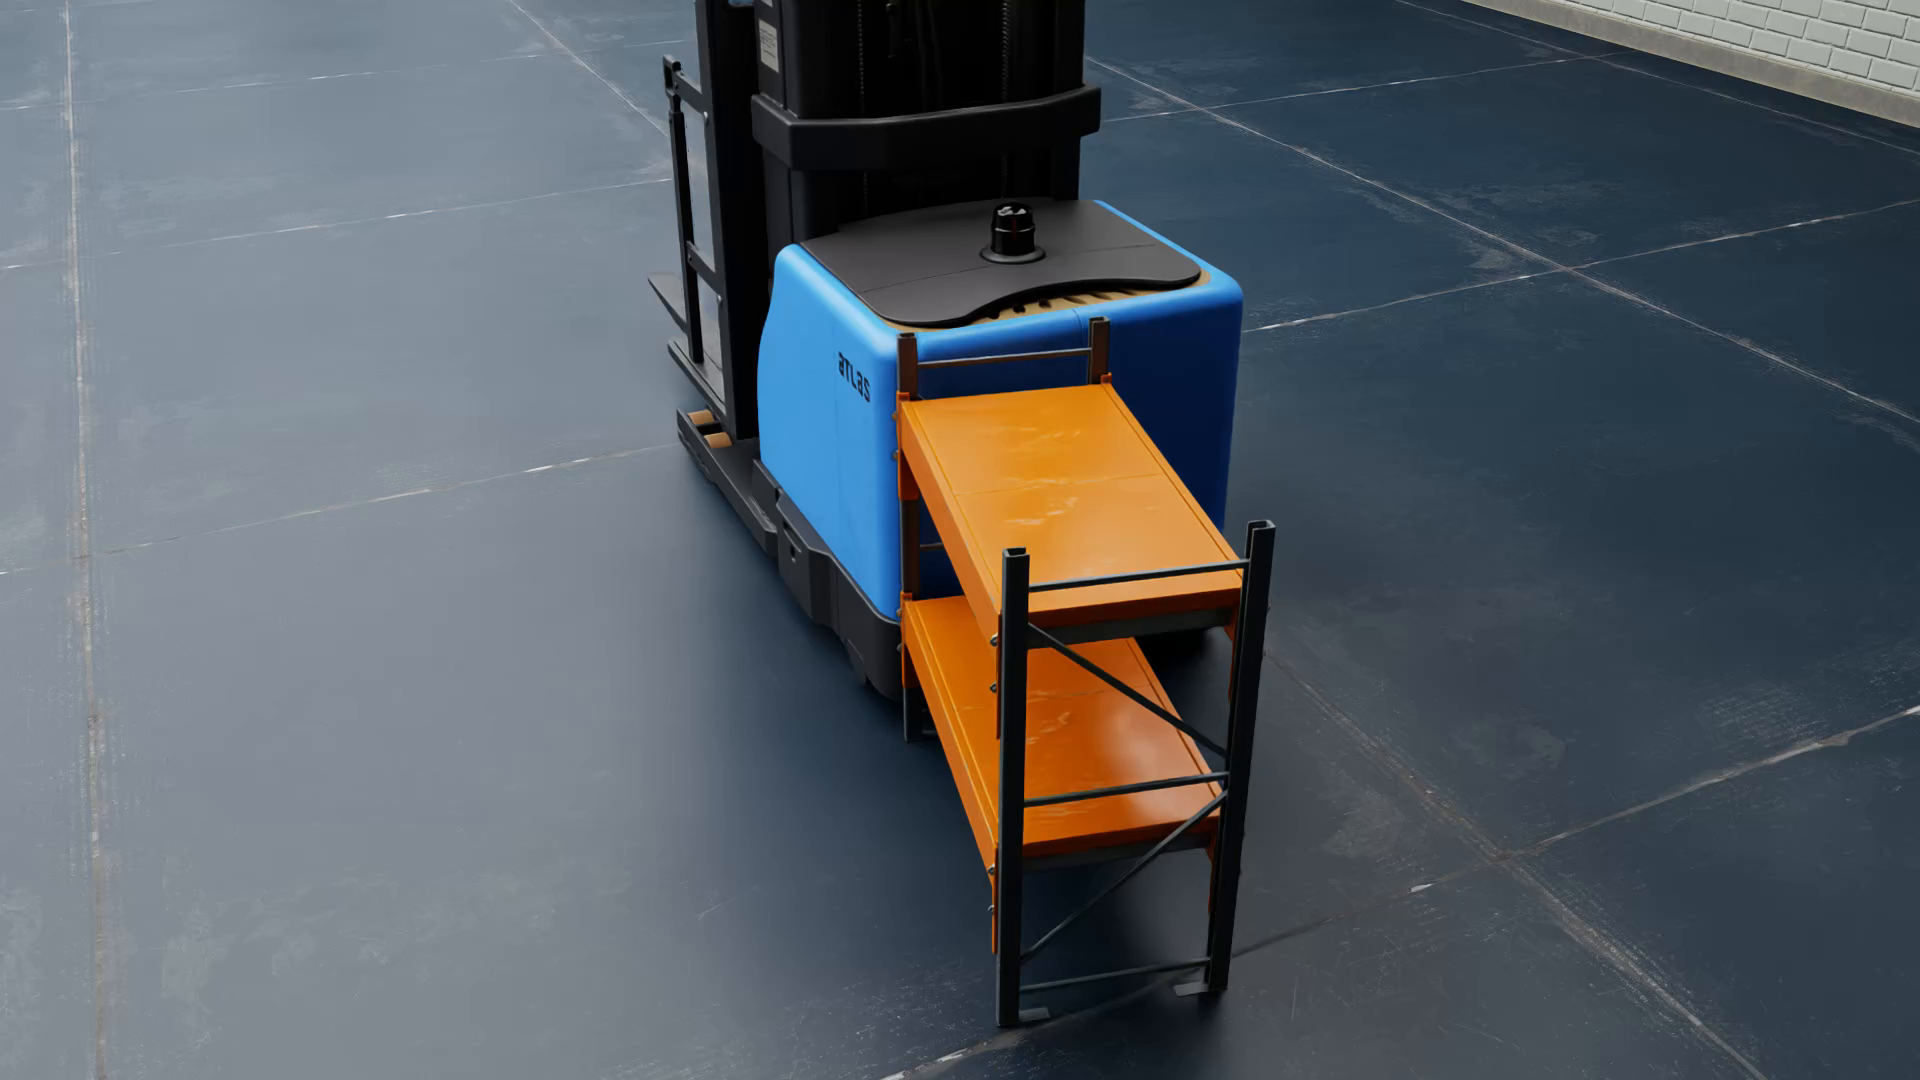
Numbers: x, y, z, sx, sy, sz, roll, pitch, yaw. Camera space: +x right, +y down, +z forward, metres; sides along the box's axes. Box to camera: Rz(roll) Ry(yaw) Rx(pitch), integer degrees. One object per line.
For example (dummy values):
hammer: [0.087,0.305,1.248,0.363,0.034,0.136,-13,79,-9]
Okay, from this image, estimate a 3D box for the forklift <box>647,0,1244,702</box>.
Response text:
forklift: [-0.325,-1.553,5.022,1.130,2.935,3.031,-13,32,-21]

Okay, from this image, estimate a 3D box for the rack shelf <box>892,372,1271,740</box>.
rack shelf: [0.212,-0.011,3.521,0.538,0.278,1.000,-6,30,-11]

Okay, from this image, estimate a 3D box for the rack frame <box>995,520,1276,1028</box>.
rack frame: [0.321,0.487,3.232,0.500,1.125,0.032,-6,30,-11]

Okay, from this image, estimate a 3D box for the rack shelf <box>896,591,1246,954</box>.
rack shelf: [0.212,0.457,3.784,0.538,0.278,1.000,-6,30,-11]

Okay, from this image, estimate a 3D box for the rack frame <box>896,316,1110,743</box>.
rack frame: [0.102,0.001,4.098,0.500,1.125,0.032,-6,30,-11]

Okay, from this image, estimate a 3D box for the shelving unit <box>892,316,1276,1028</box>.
shelving unit: [0.212,0.244,3.665,0.538,1.125,1.048,-6,30,-11]
